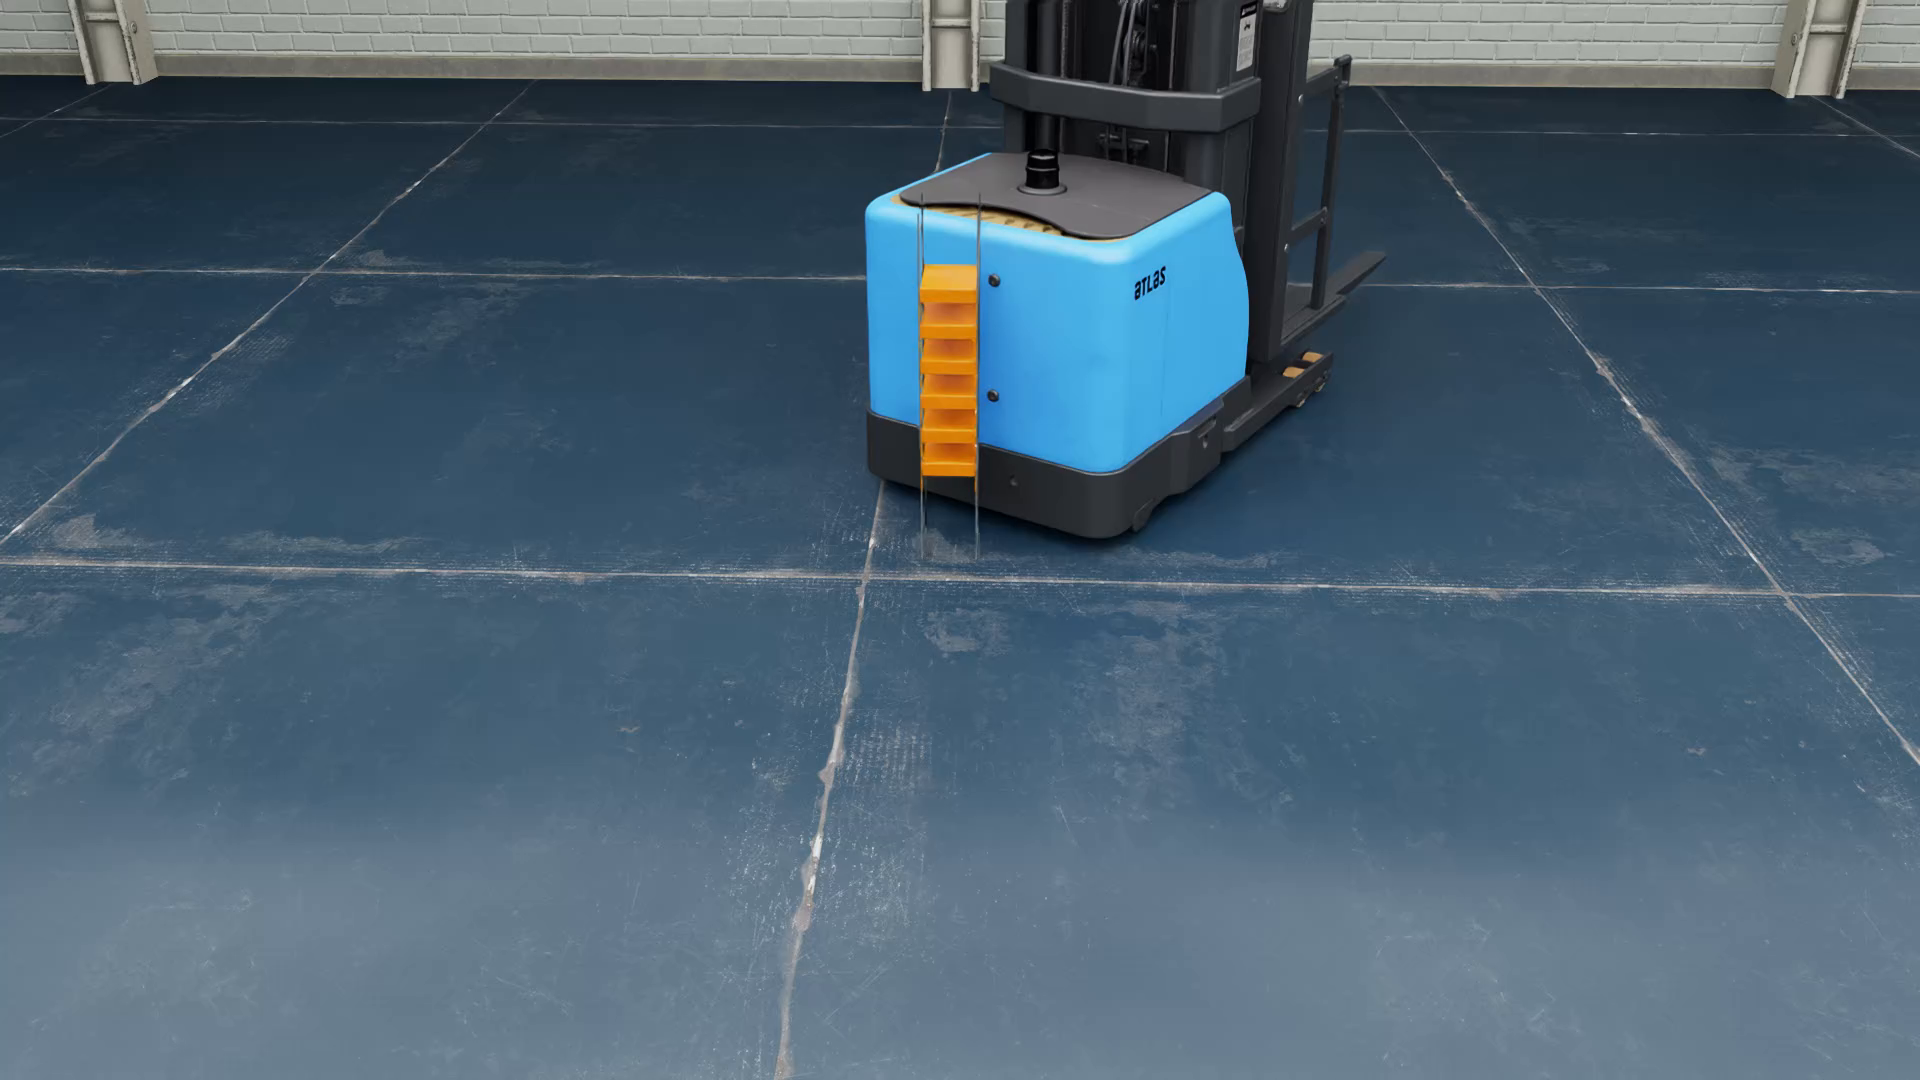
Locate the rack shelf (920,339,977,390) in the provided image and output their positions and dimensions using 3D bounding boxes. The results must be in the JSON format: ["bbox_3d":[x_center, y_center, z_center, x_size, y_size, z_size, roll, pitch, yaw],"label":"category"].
[{"bbox_3d":[-0.033,-0.585,5.410,0.180,0.103,0.258,1,28,2],"label":"rack shelf"}]

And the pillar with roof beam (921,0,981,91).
[{"bbox_3d":[-0.212,-5.197,5.946,0.400,9.000,9.100,1,28,2],"label":"pillar with roof beam"}]

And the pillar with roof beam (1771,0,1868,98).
[{"bbox_3d":[5.784,-5.098,5.759,0.400,9.000,9.100,1,28,2],"label":"pillar with roof beam"}]

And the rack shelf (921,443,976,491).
[{"bbox_3d":[-0.033,-0.267,5.579,0.180,0.103,0.258,1,28,2],"label":"rack shelf"}]

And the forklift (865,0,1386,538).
[{"bbox_3d":[0.893,-1.943,6.287,1.130,2.935,3.031,17,32,29],"label":"forklift"}]

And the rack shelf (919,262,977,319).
[{"bbox_3d":[-0.033,-0.797,5.298,0.180,0.103,0.258,1,28,2],"label":"rack shelf"}]

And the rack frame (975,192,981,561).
[{"bbox_3d":[0.059,-0.516,5.443,0.006,1.200,0.240,1,28,2],"label":"rack frame"}]

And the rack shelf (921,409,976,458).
[{"bbox_3d":[-0.033,-0.373,5.523,0.180,0.103,0.258,1,28,2],"label":"rack shelf"}]

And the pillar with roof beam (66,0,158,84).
[{"bbox_3d":[-6.209,-5.296,6.133,0.400,9.000,9.100,1,28,2],"label":"pillar with roof beam"}]

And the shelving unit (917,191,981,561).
[{"bbox_3d":[-0.033,-0.518,5.446,0.189,1.200,0.258,1,28,2],"label":"shelving unit"}]

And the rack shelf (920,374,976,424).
[{"bbox_3d":[-0.033,-0.479,5.467,0.180,0.103,0.258,1,28,2],"label":"rack shelf"}]

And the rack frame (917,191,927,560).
[{"bbox_3d":[-0.124,-0.519,5.449,0.006,1.200,0.240,1,28,2],"label":"rack frame"}]

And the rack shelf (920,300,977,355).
[{"bbox_3d":[-0.033,-0.691,5.354,0.180,0.103,0.258,1,28,2],"label":"rack shelf"}]
